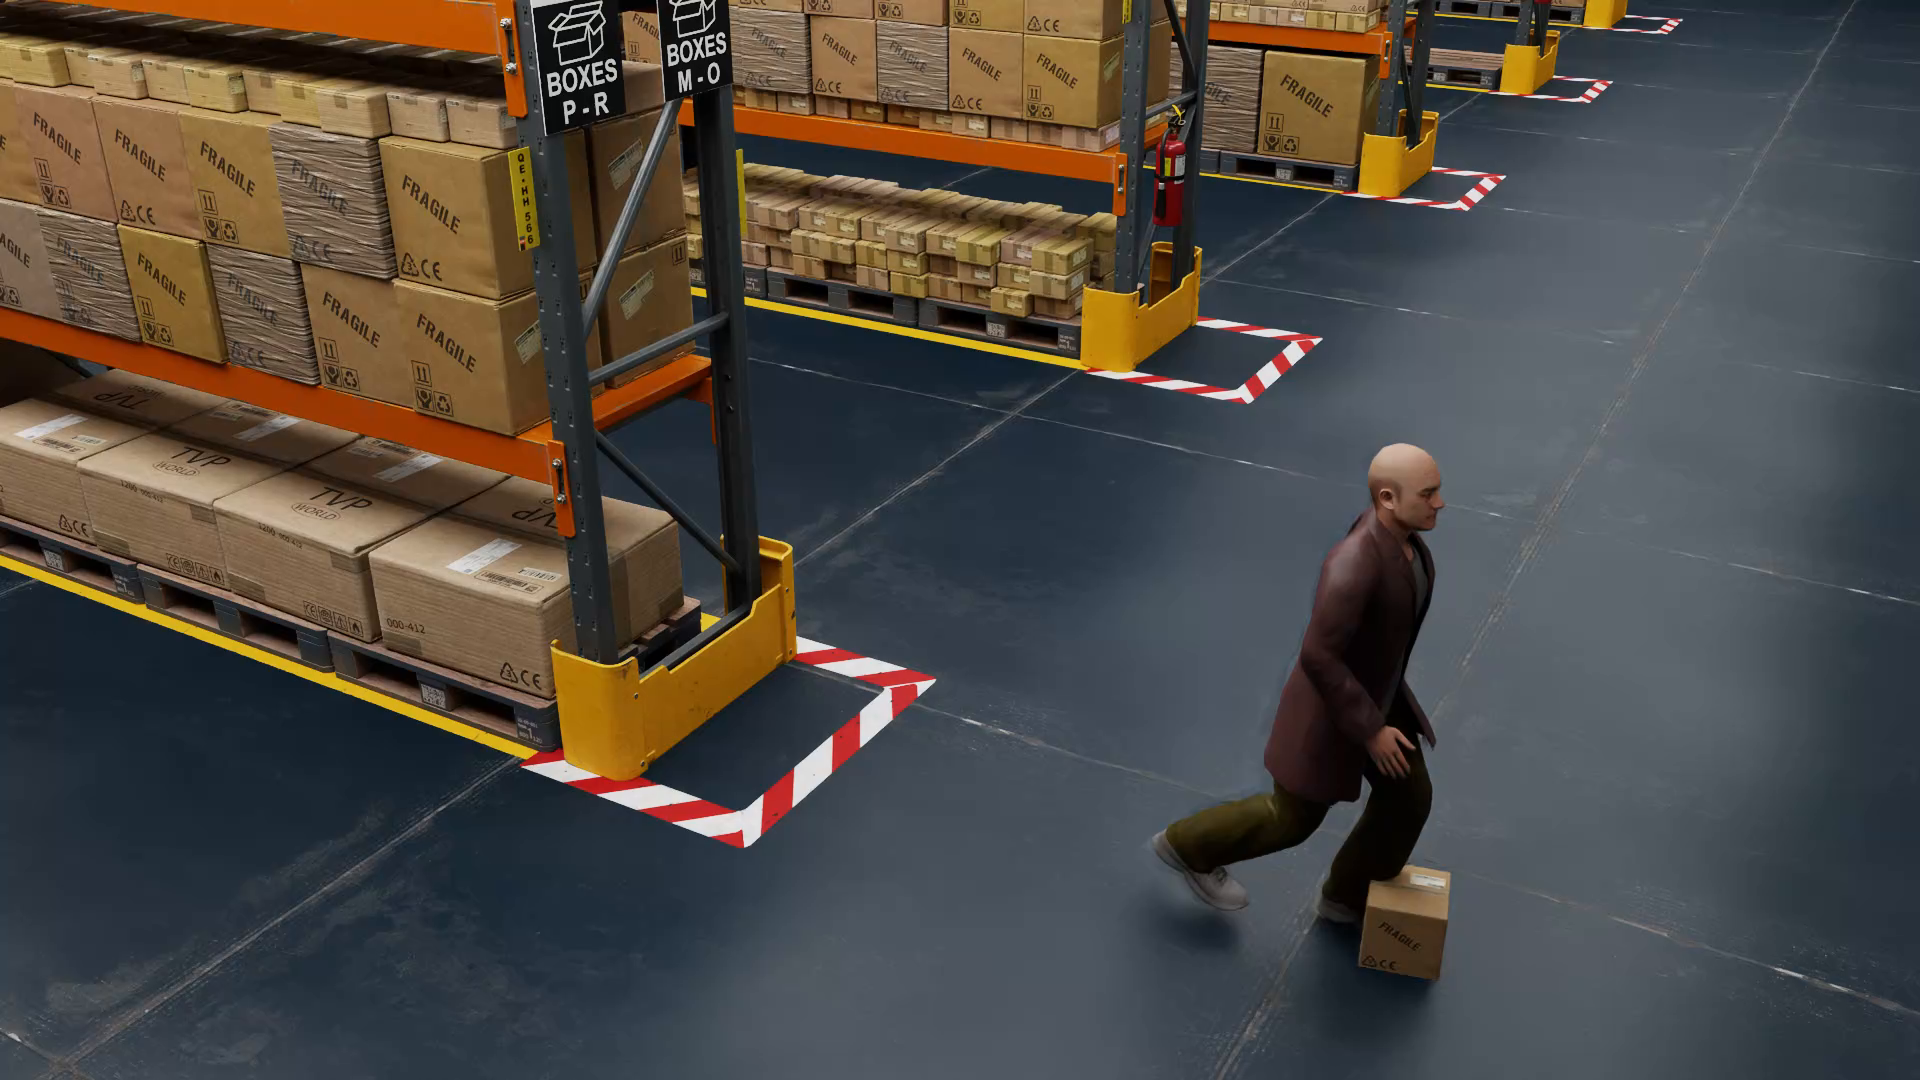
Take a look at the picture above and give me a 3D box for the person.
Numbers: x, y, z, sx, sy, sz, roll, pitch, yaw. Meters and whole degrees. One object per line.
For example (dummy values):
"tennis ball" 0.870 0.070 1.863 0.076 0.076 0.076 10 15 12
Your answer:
"person" 1.106 0.468 5.194 0.890 1.721 0.667 19 32 33
